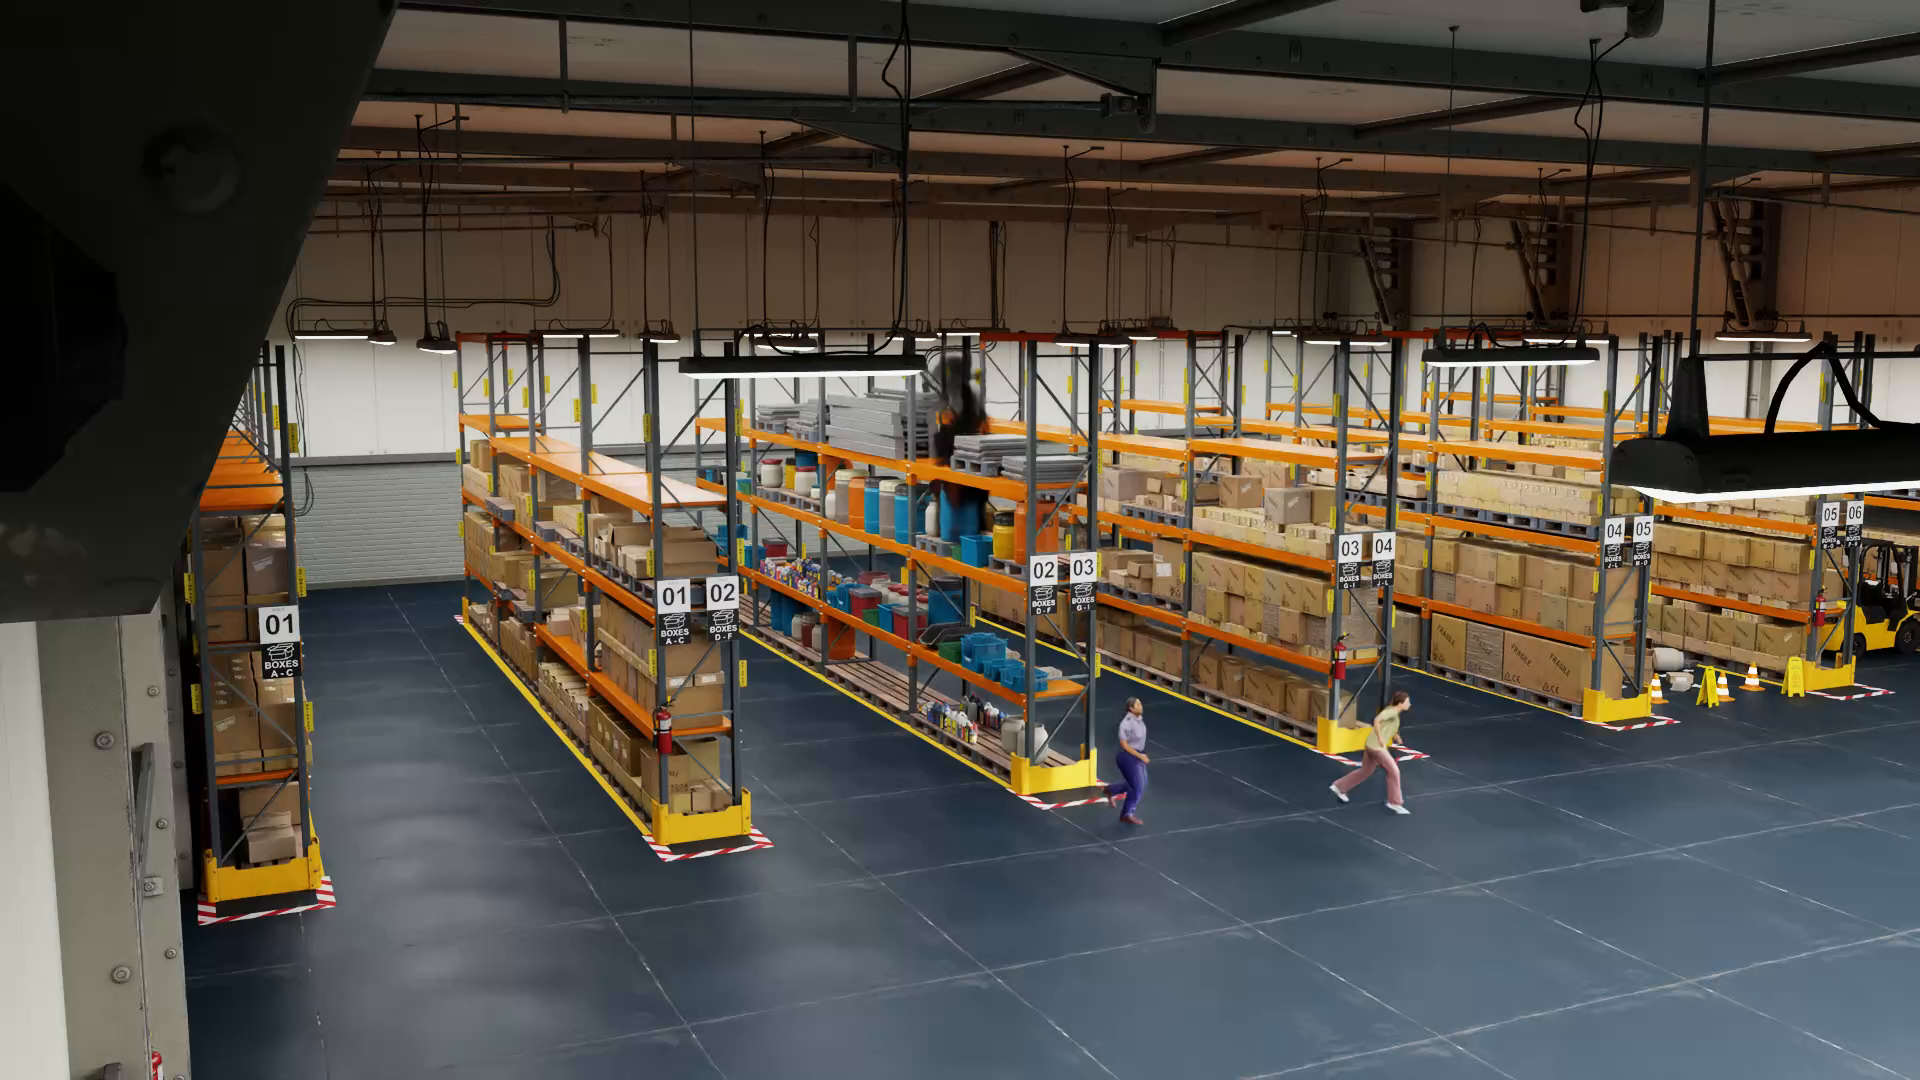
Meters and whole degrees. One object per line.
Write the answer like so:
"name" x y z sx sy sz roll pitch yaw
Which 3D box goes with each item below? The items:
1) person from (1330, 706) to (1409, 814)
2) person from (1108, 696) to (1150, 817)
"person" 5.263 2.806 21.293 1.003 1.421 0.561 2 8 17
"person" 2.127 2.707 20.858 0.575 1.539 0.634 3 8 18
